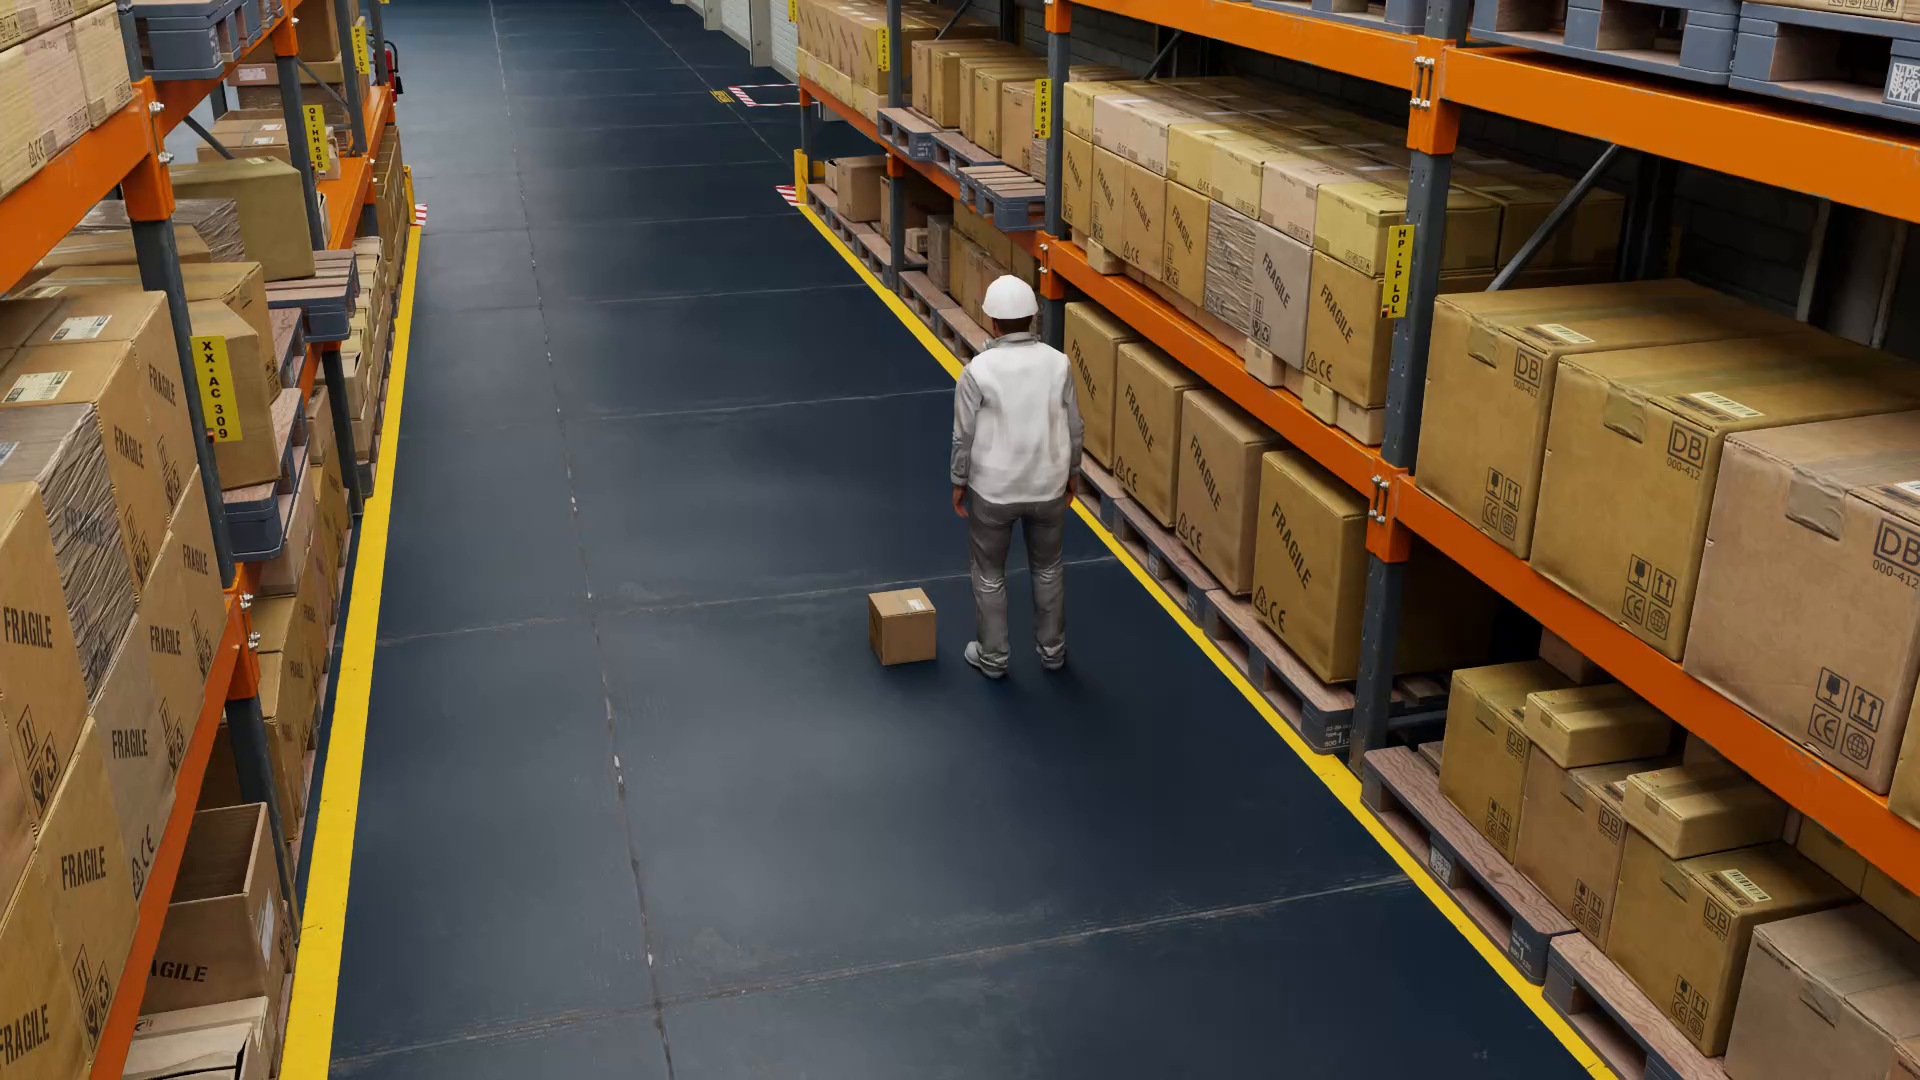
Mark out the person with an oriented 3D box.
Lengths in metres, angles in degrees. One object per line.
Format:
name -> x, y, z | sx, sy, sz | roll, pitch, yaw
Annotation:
person -> 0.241, -0.252, 7.165 | 0.579, 1.768, 0.464 | -6, 23, -13
